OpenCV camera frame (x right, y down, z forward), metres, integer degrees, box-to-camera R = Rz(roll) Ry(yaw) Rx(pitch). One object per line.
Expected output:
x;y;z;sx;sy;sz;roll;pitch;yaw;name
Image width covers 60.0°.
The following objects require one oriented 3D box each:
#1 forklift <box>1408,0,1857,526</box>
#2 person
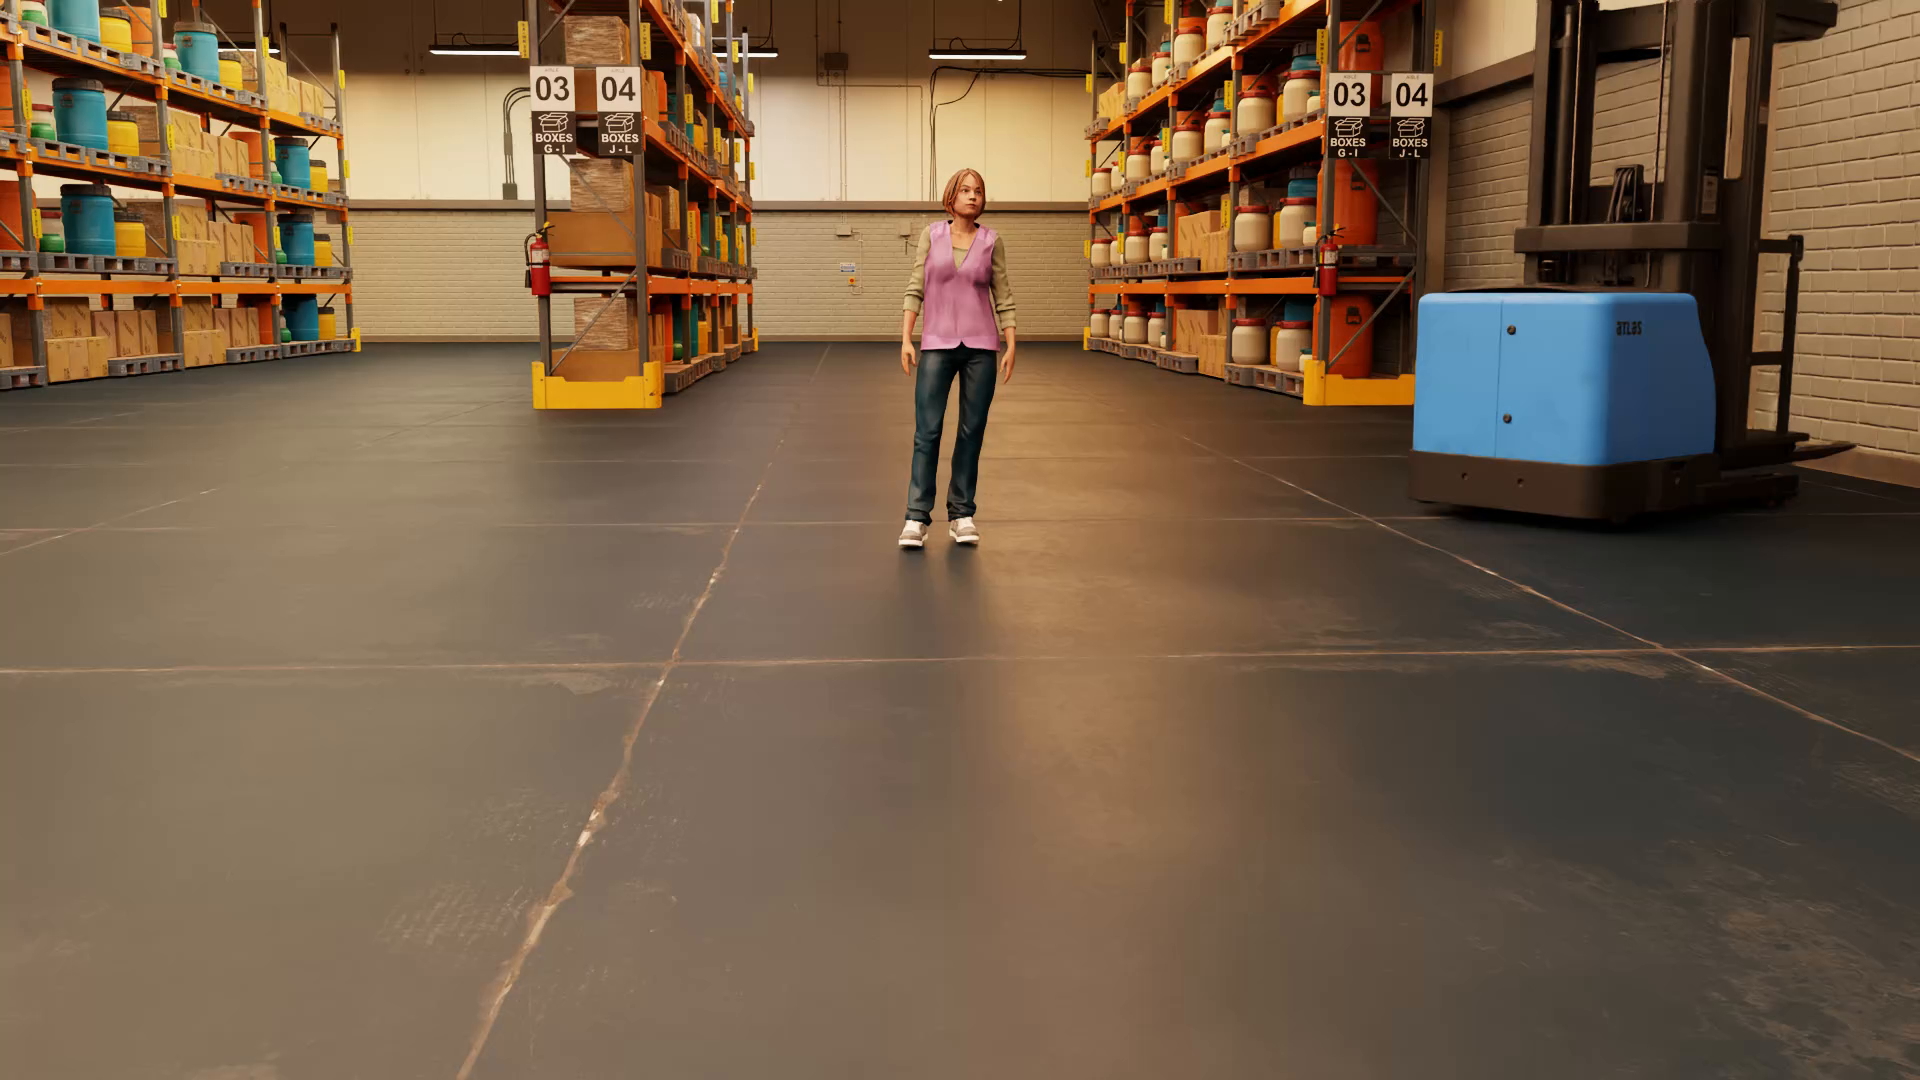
3.679;-1.664;8.540;3.031;2.935;1.130;-7;11;-38;forklift
-0.010;-0.786;7.118;0.520;1.597;0.476;-1;8;-4;person
